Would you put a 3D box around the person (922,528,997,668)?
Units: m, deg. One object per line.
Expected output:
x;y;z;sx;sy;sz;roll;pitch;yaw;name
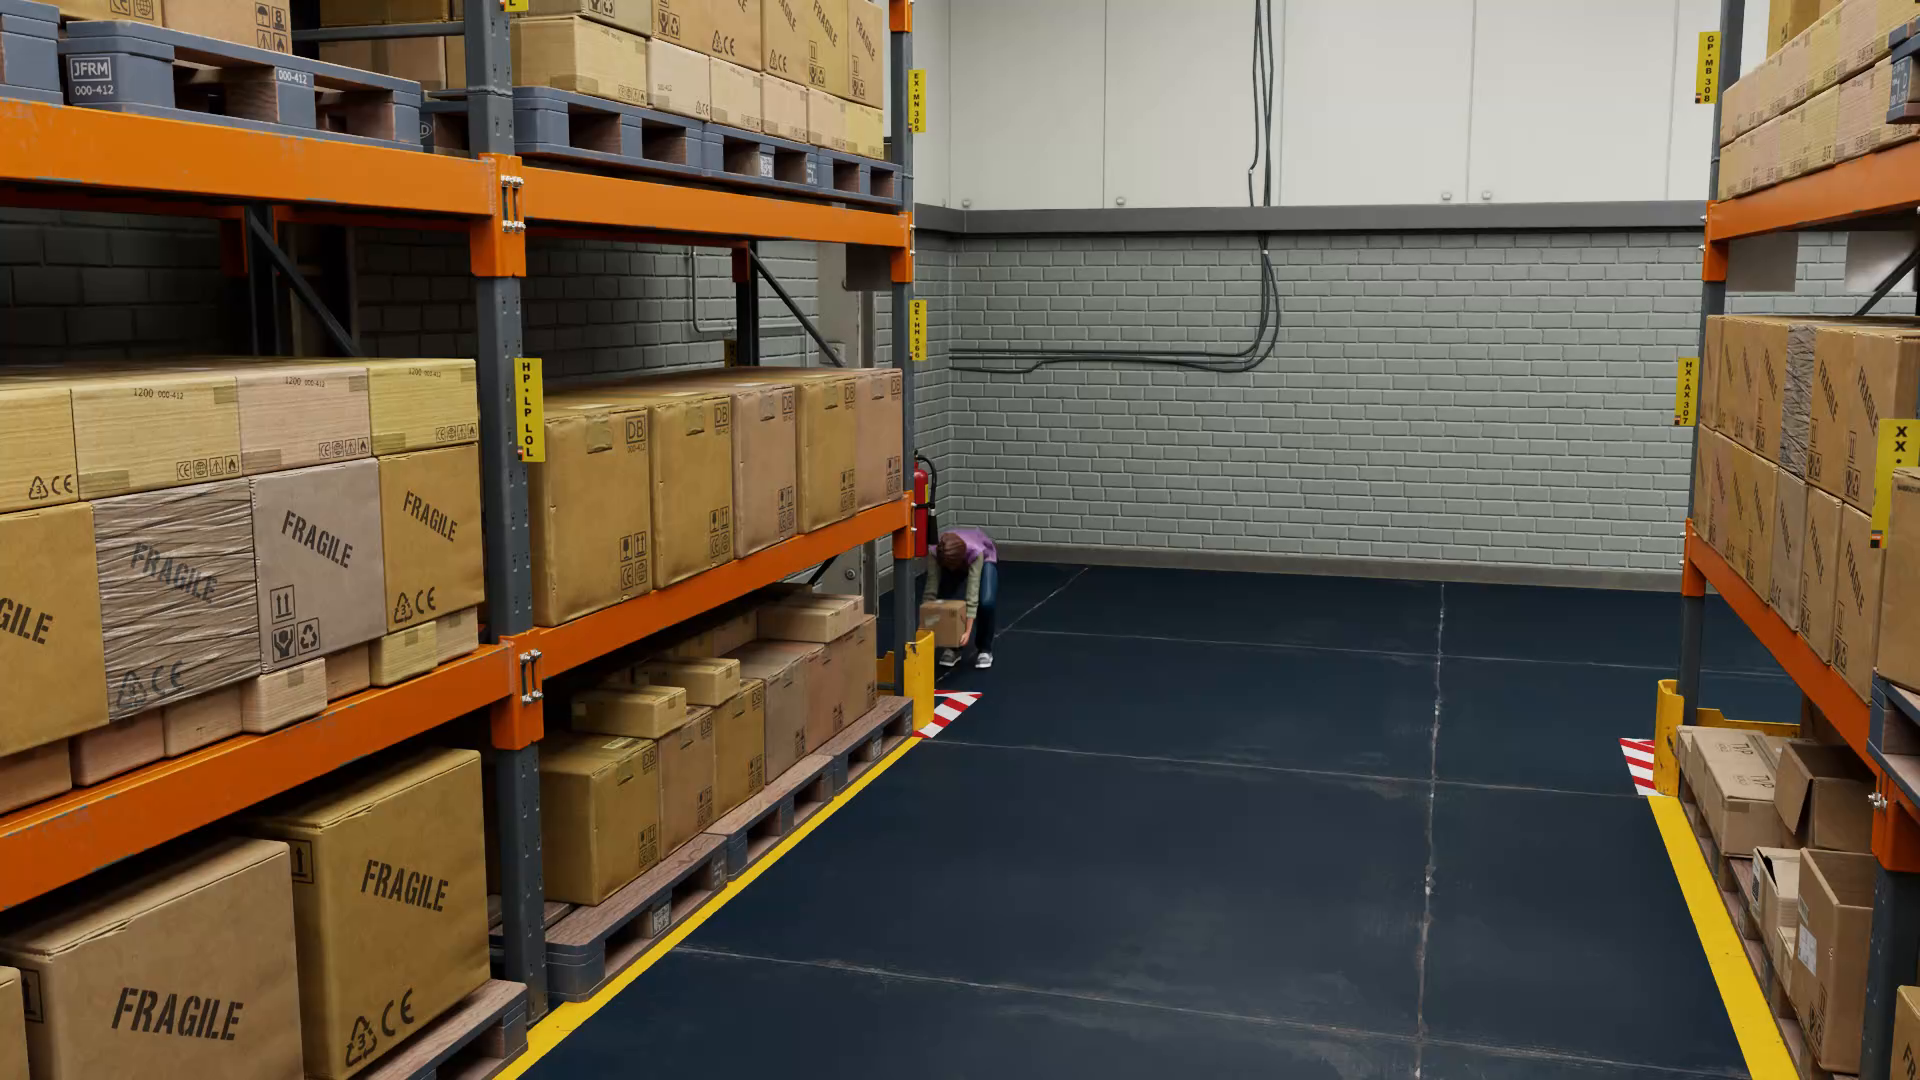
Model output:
0.009;0.373;10.615;0.429;0.937;0.862;2;9;13;person
